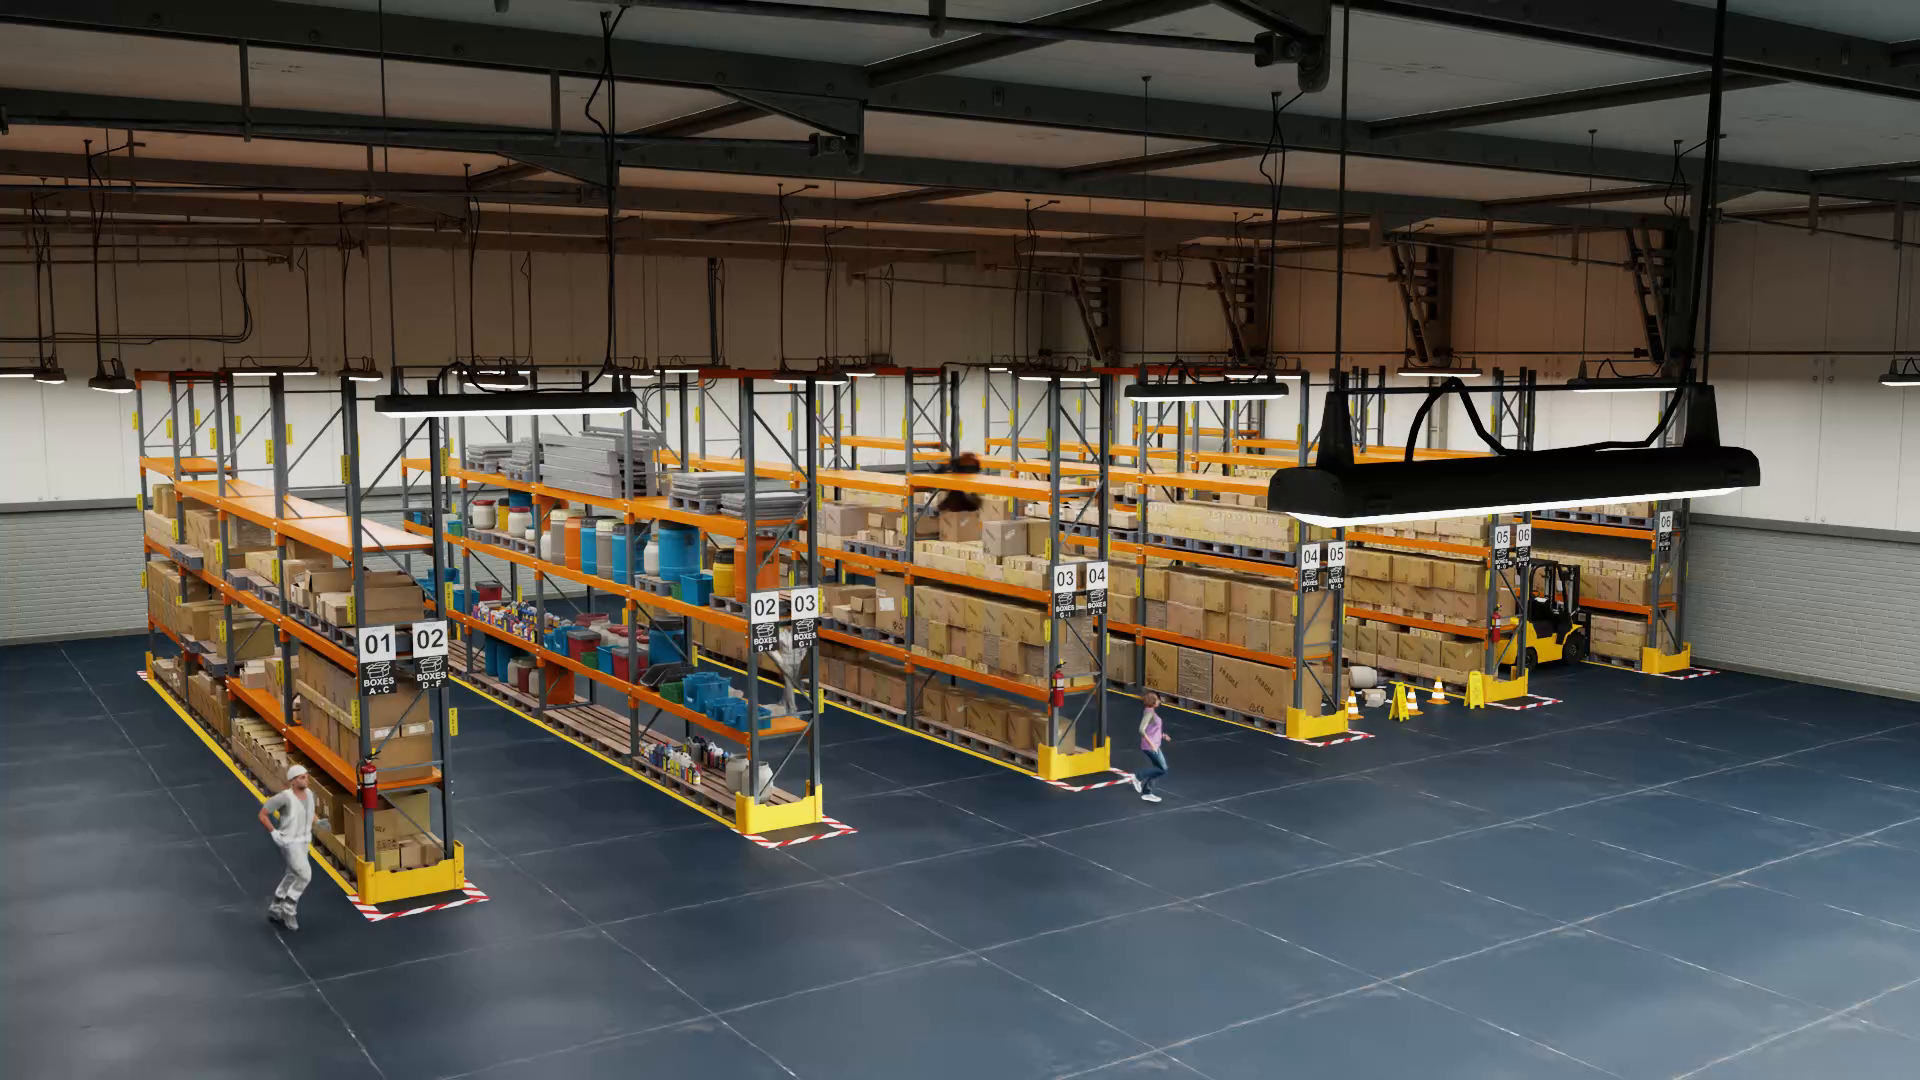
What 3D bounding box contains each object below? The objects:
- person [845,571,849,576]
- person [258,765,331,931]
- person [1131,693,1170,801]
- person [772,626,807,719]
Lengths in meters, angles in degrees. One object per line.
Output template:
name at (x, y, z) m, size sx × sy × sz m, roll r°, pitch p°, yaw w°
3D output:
person at (-2.969, 0.800, 42.287) m, size 0.787 × 1.557 × 0.572 m, roll 2°, pitch 7°, yaw 19°
person at (-7.367, 3.385, 18.479) m, size 0.724 × 1.789 × 0.651 m, roll 2°, pitch 7°, yaw 17°
person at (2.698, 2.924, 23.489) m, size 0.545 × 1.554 × 0.545 m, roll 1°, pitch 6°, yaw 7°
person at (-2.804, 2.082, 27.596) m, size 0.610 × 1.728 × 0.775 m, roll -4°, pitch 8°, yaw -34°
